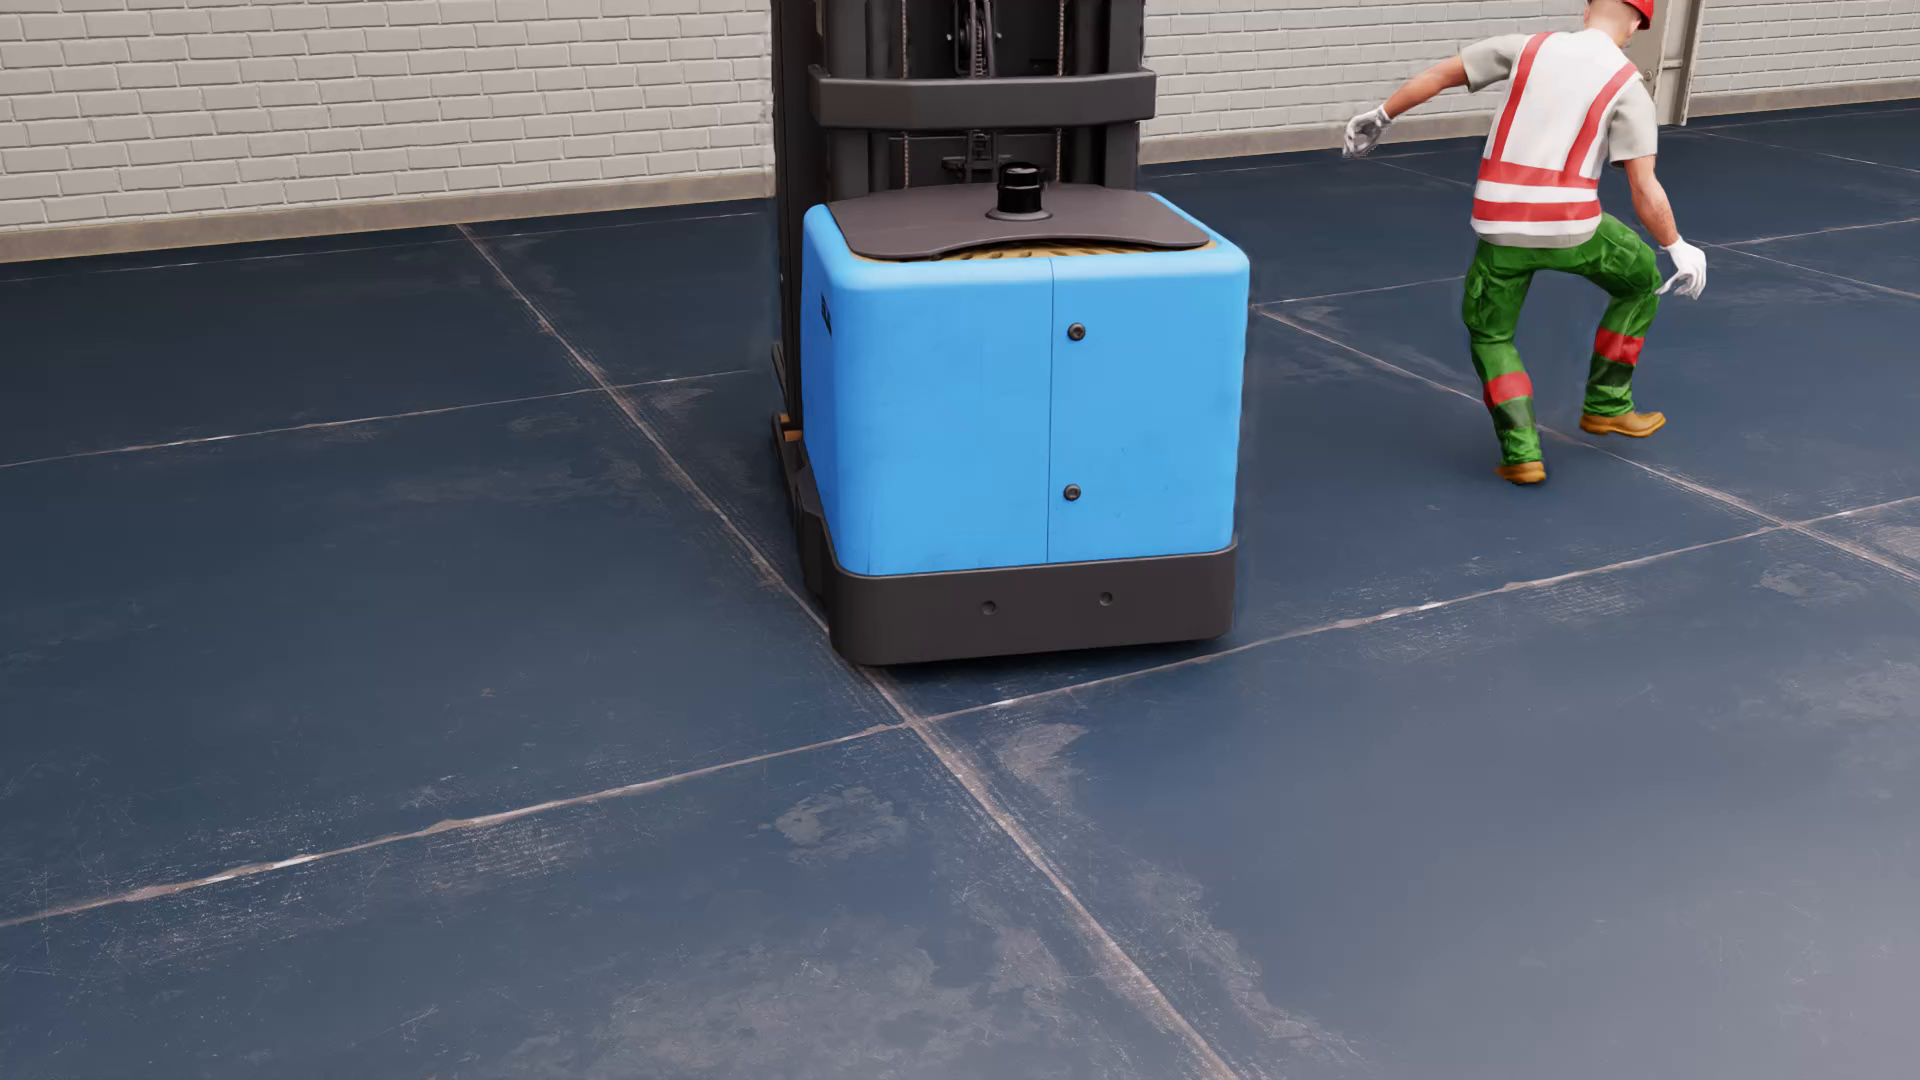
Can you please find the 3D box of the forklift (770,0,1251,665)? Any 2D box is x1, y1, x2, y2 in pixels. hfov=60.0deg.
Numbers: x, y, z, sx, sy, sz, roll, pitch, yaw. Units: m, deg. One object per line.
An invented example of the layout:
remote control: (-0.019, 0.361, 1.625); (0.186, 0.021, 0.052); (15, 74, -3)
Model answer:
forklift: (-0.047, -1.573, 5.073); (1.130, 2.935, 3.031); (-4, 23, -9)

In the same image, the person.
person: (1.860, -1.022, 5.554); (1.212, 1.690, 0.621); (11, 25, 25)
